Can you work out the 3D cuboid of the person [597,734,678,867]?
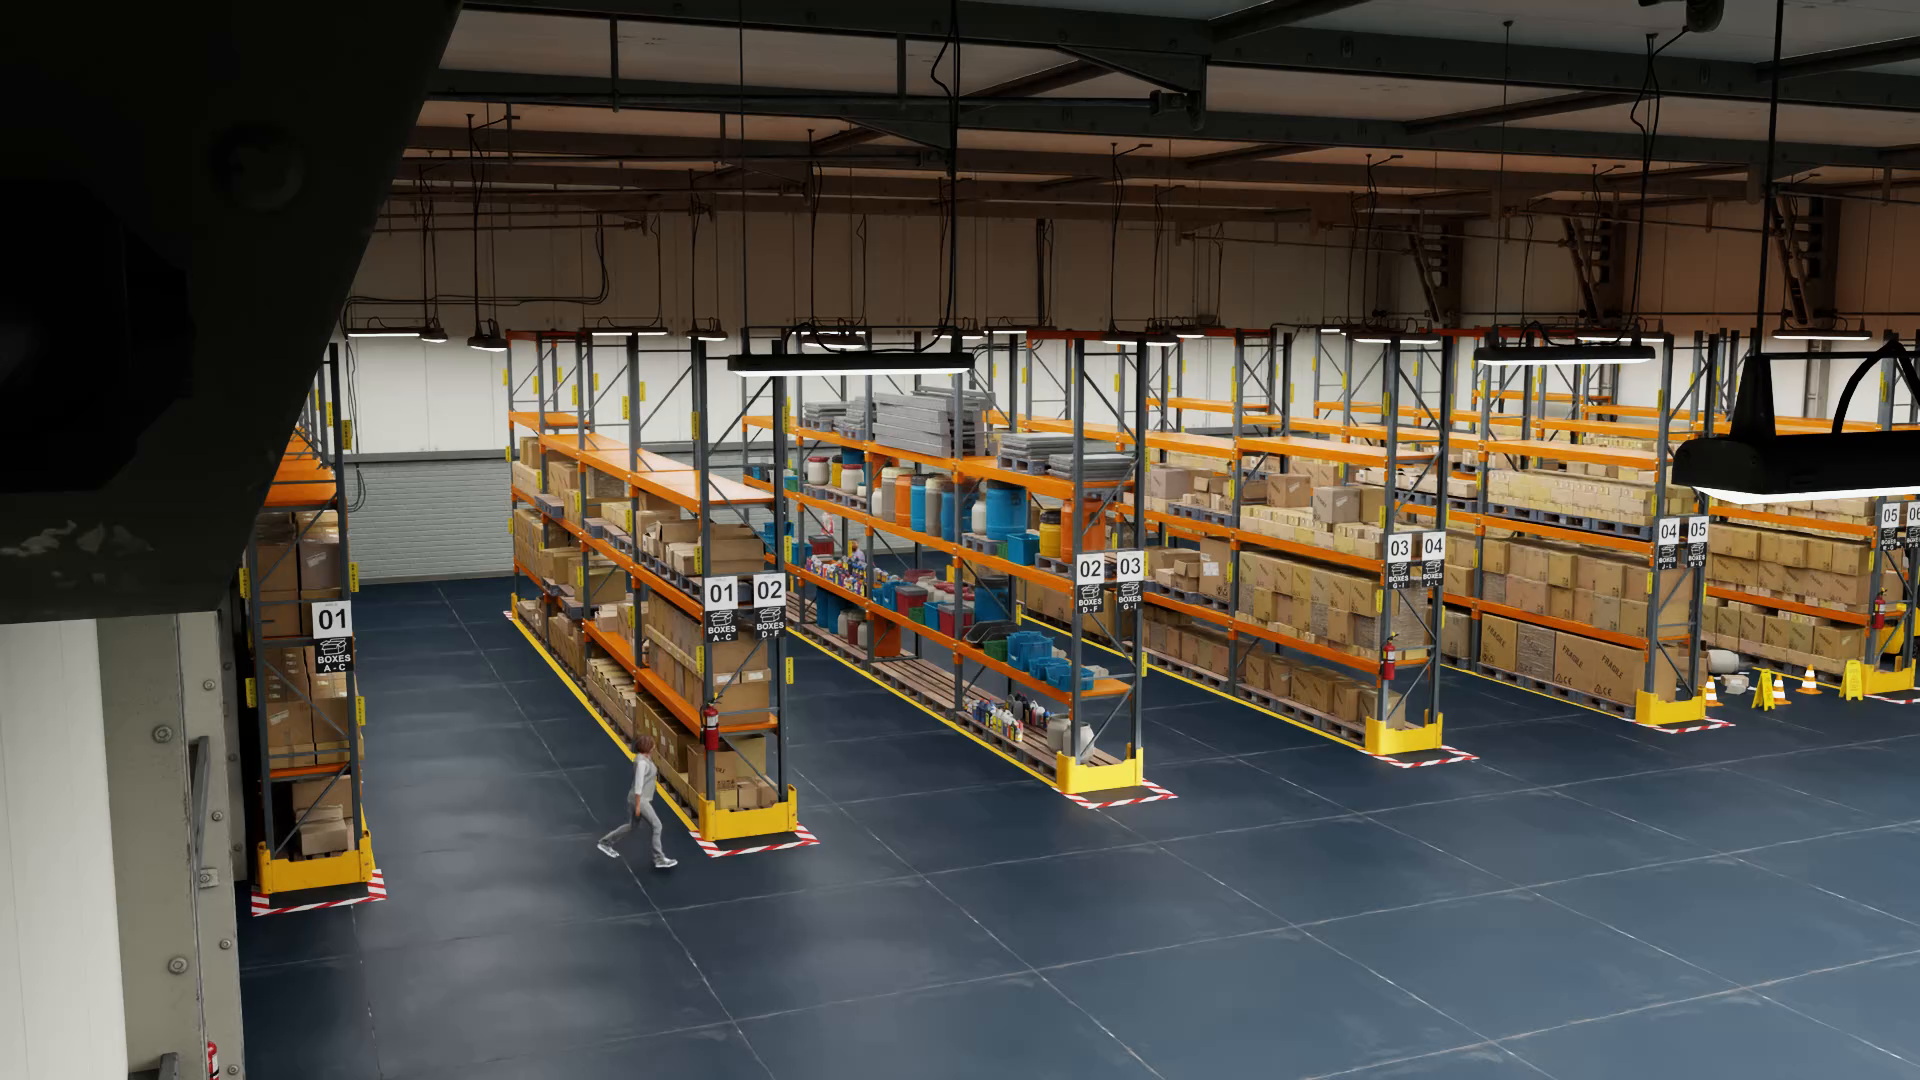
[{"bbox_3d":[-3.712,2.975,19.063,0.948,1.542,0.419,0,8,0],"label":"person"}]

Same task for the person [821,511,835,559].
[{"bbox_3d":[-3.262,-0.019,40.159,0.687,1.781,0.613,0,8,0],"label":"person"}]

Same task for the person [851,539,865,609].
[{"bbox_3d":[-2.212,0.752,35.181,0.473,1.580,1.069,-6,10,-38],"label":"person"}]
